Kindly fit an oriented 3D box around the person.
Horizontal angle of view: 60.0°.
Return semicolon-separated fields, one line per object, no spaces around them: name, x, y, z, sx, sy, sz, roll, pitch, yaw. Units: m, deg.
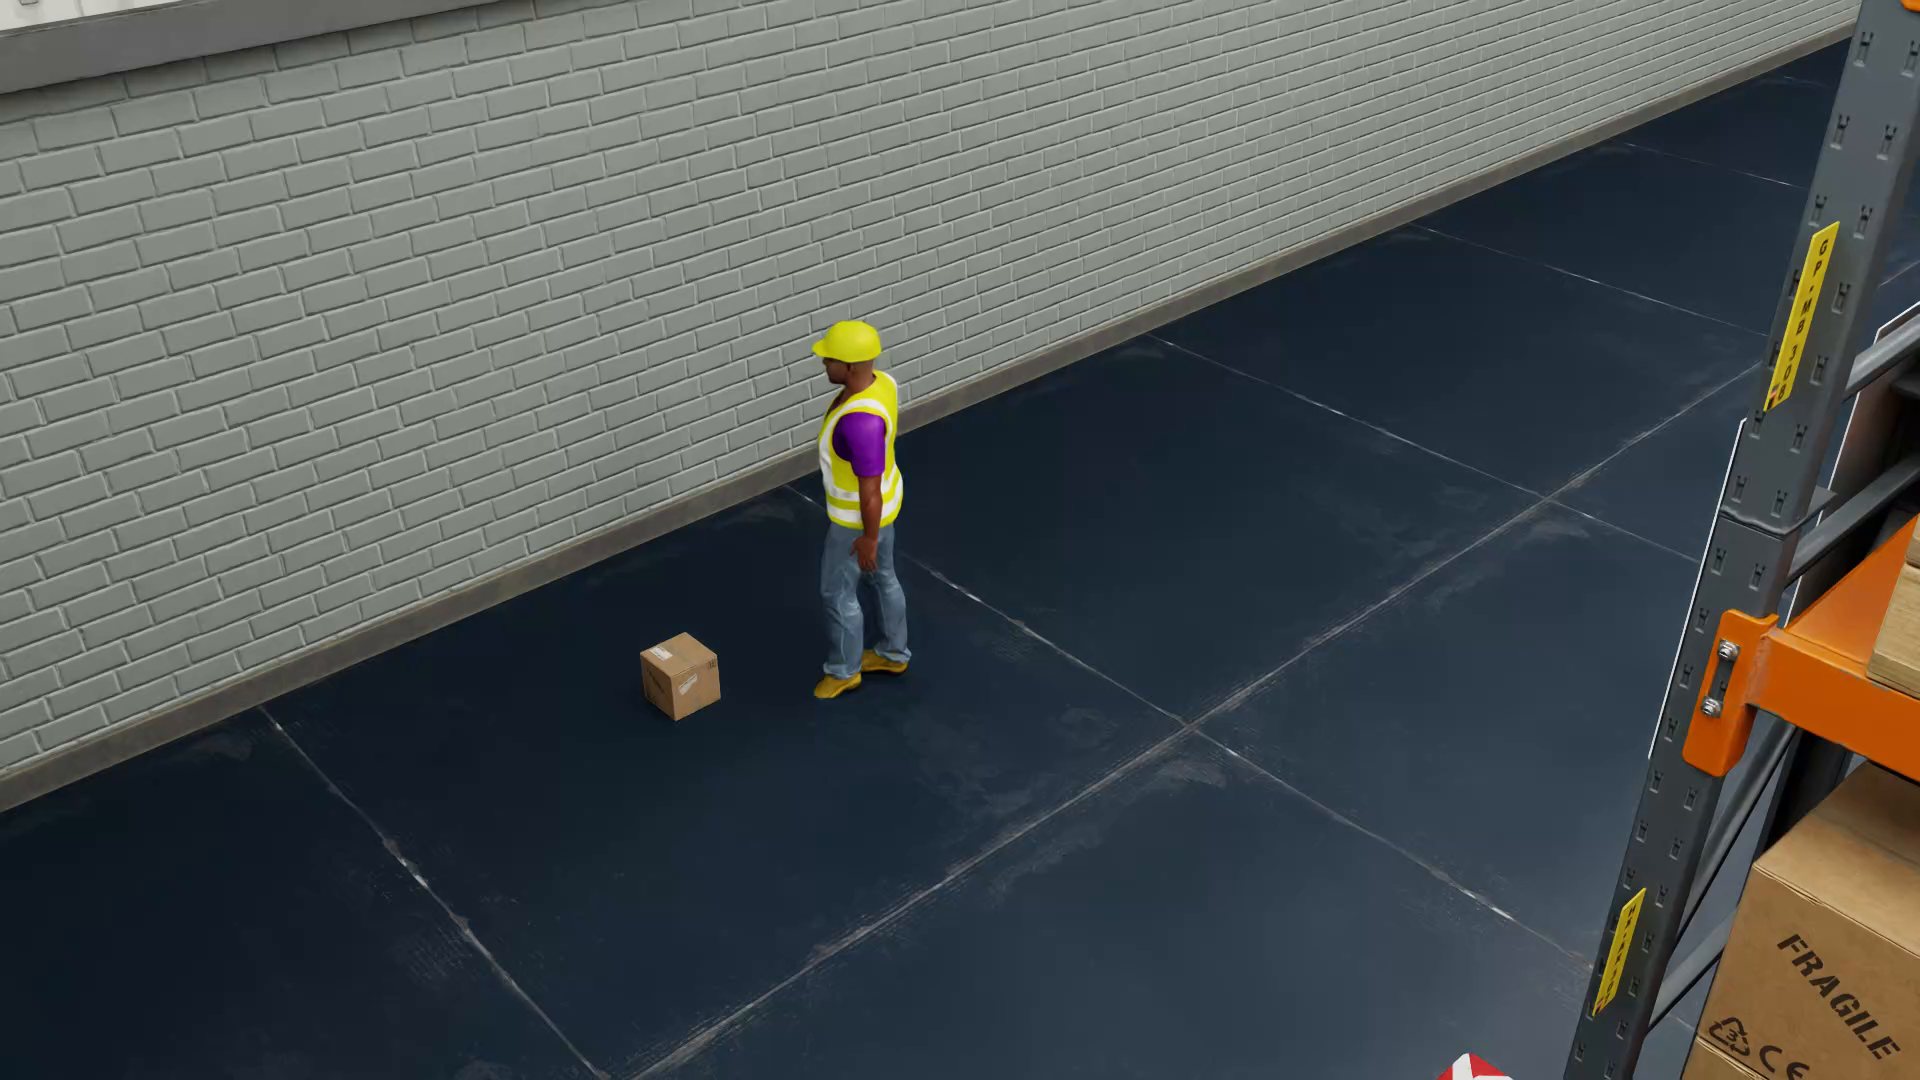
person;-0.463;-0.111;7.345;0.481;1.849;0.585;4;32;7
